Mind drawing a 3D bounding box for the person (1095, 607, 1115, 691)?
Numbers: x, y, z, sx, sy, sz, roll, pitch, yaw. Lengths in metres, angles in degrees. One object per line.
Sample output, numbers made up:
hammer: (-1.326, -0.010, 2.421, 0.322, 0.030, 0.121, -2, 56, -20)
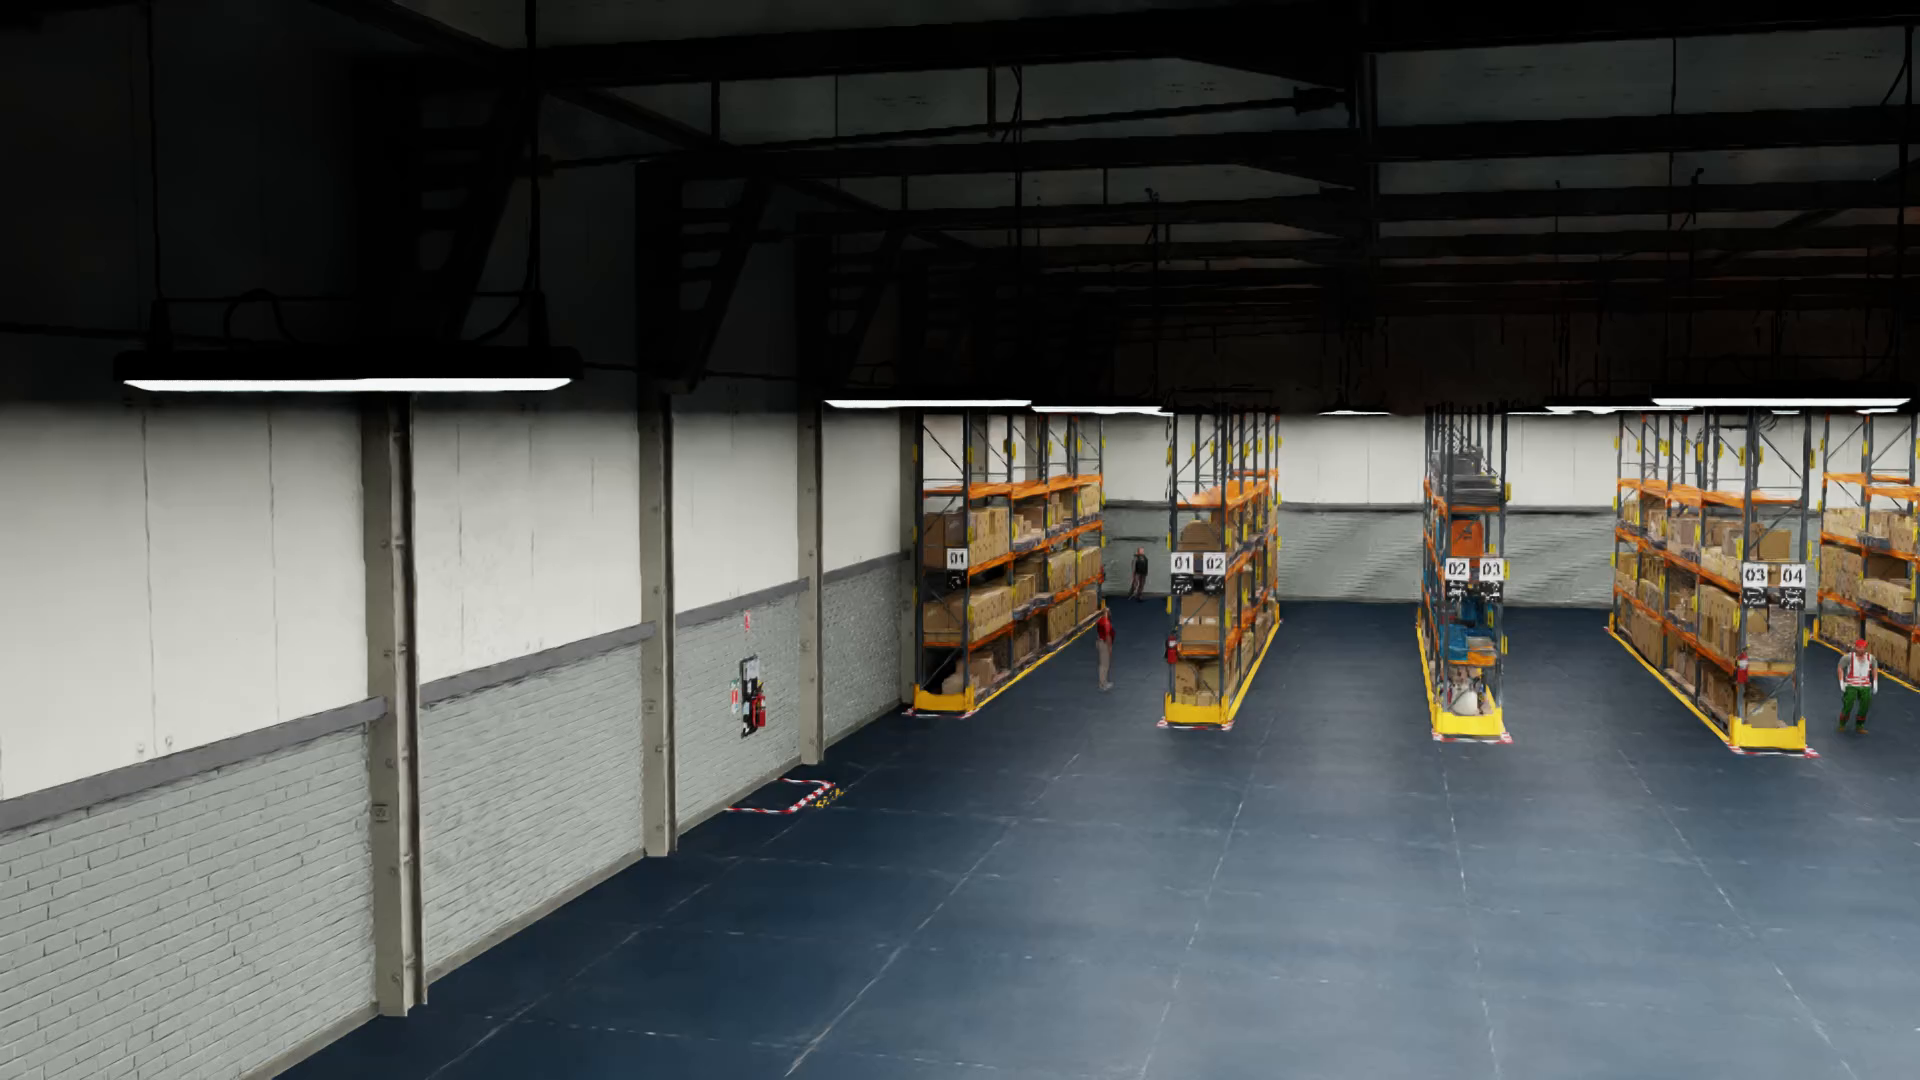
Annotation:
person: (3.092, 2.264, 34.931, 0.474, 1.739, 0.628, -1, 4, -16)

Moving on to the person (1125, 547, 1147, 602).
person: (5.489, 1.103, 51.597, 0.689, 1.612, 0.509, -2, 5, -26)

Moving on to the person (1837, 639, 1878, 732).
person: (16.261, 2.636, 30.132, 0.677, 1.742, 0.552, 1, 4, 13)
